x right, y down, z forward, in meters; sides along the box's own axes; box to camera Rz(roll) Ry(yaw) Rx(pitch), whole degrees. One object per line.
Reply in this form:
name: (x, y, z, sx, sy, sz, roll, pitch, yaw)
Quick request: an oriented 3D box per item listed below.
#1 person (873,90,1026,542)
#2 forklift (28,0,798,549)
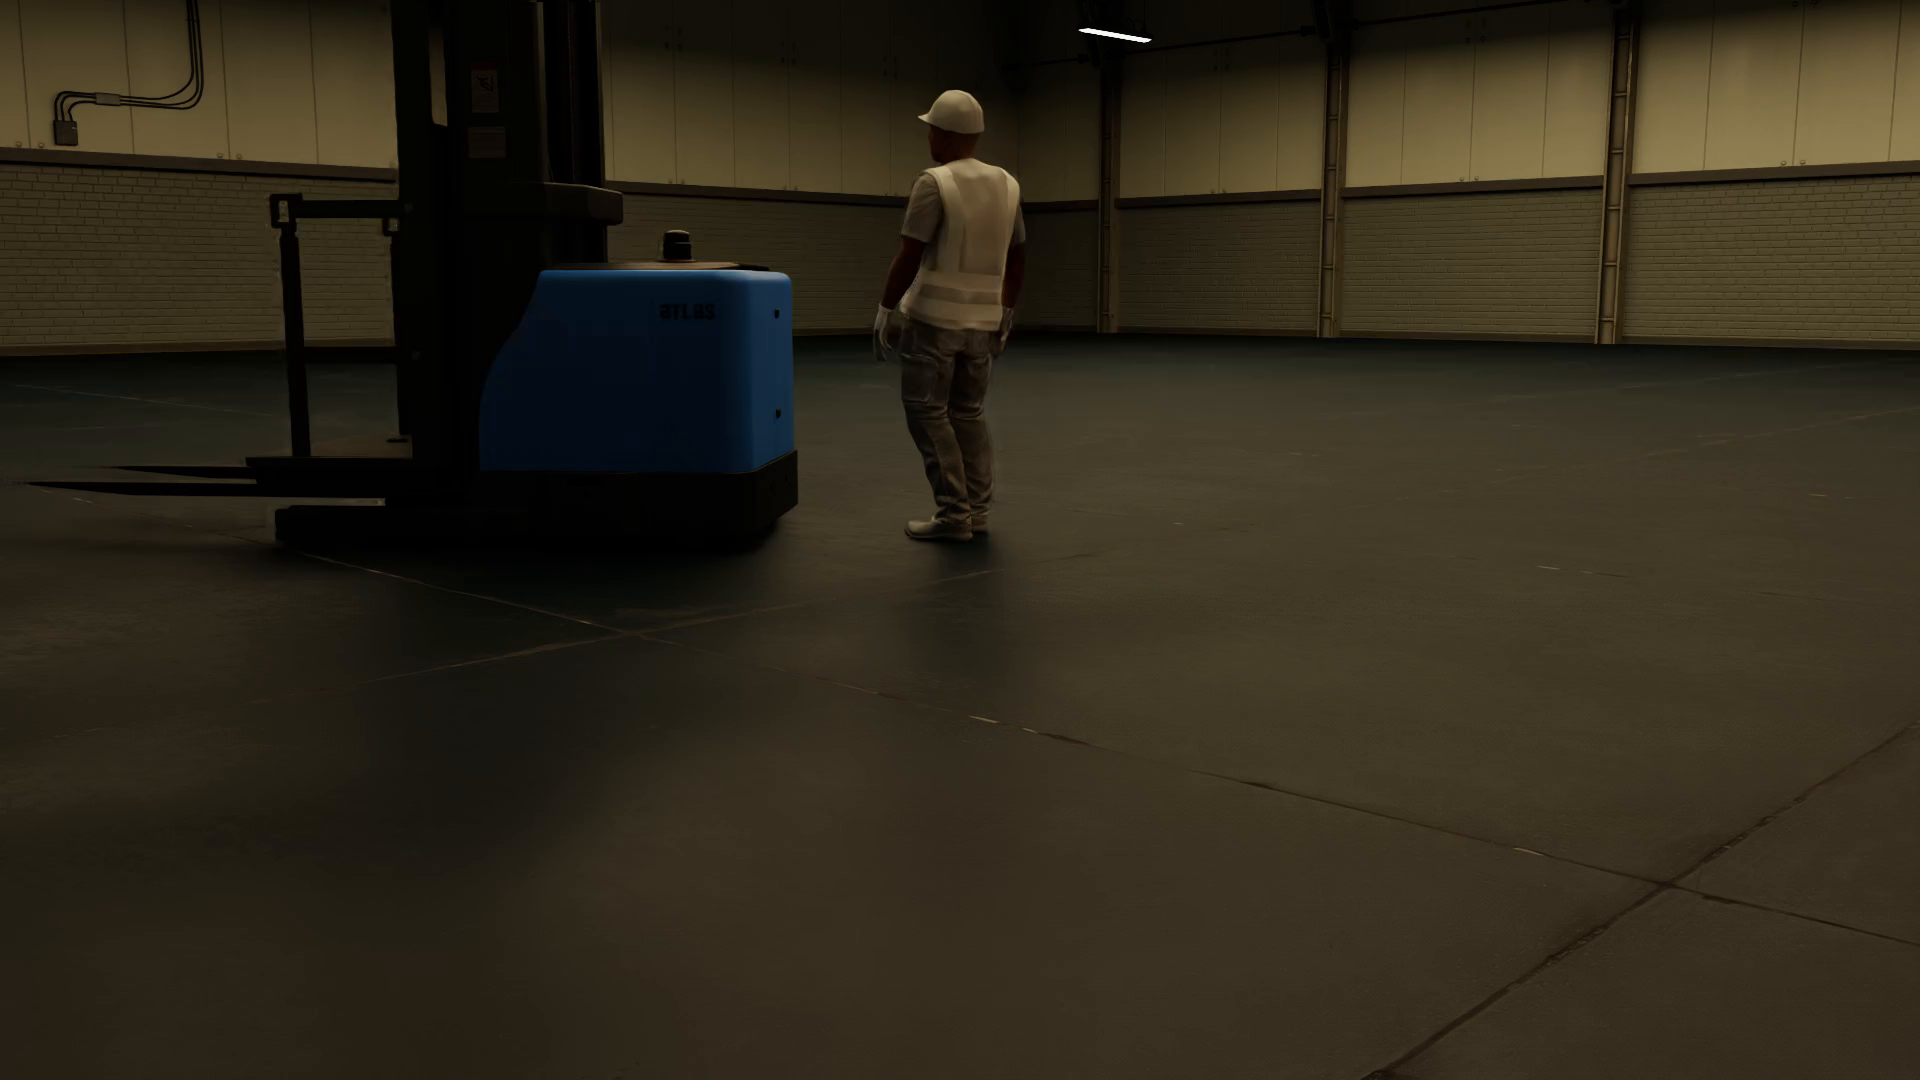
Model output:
person: (-0.080, -0.884, 6.674, 0.681, 1.771, 0.565, -8, 12, -43)
forklift: (-2.255, -1.491, 6.773, 3.031, 2.935, 1.130, 1, 9, 5)
